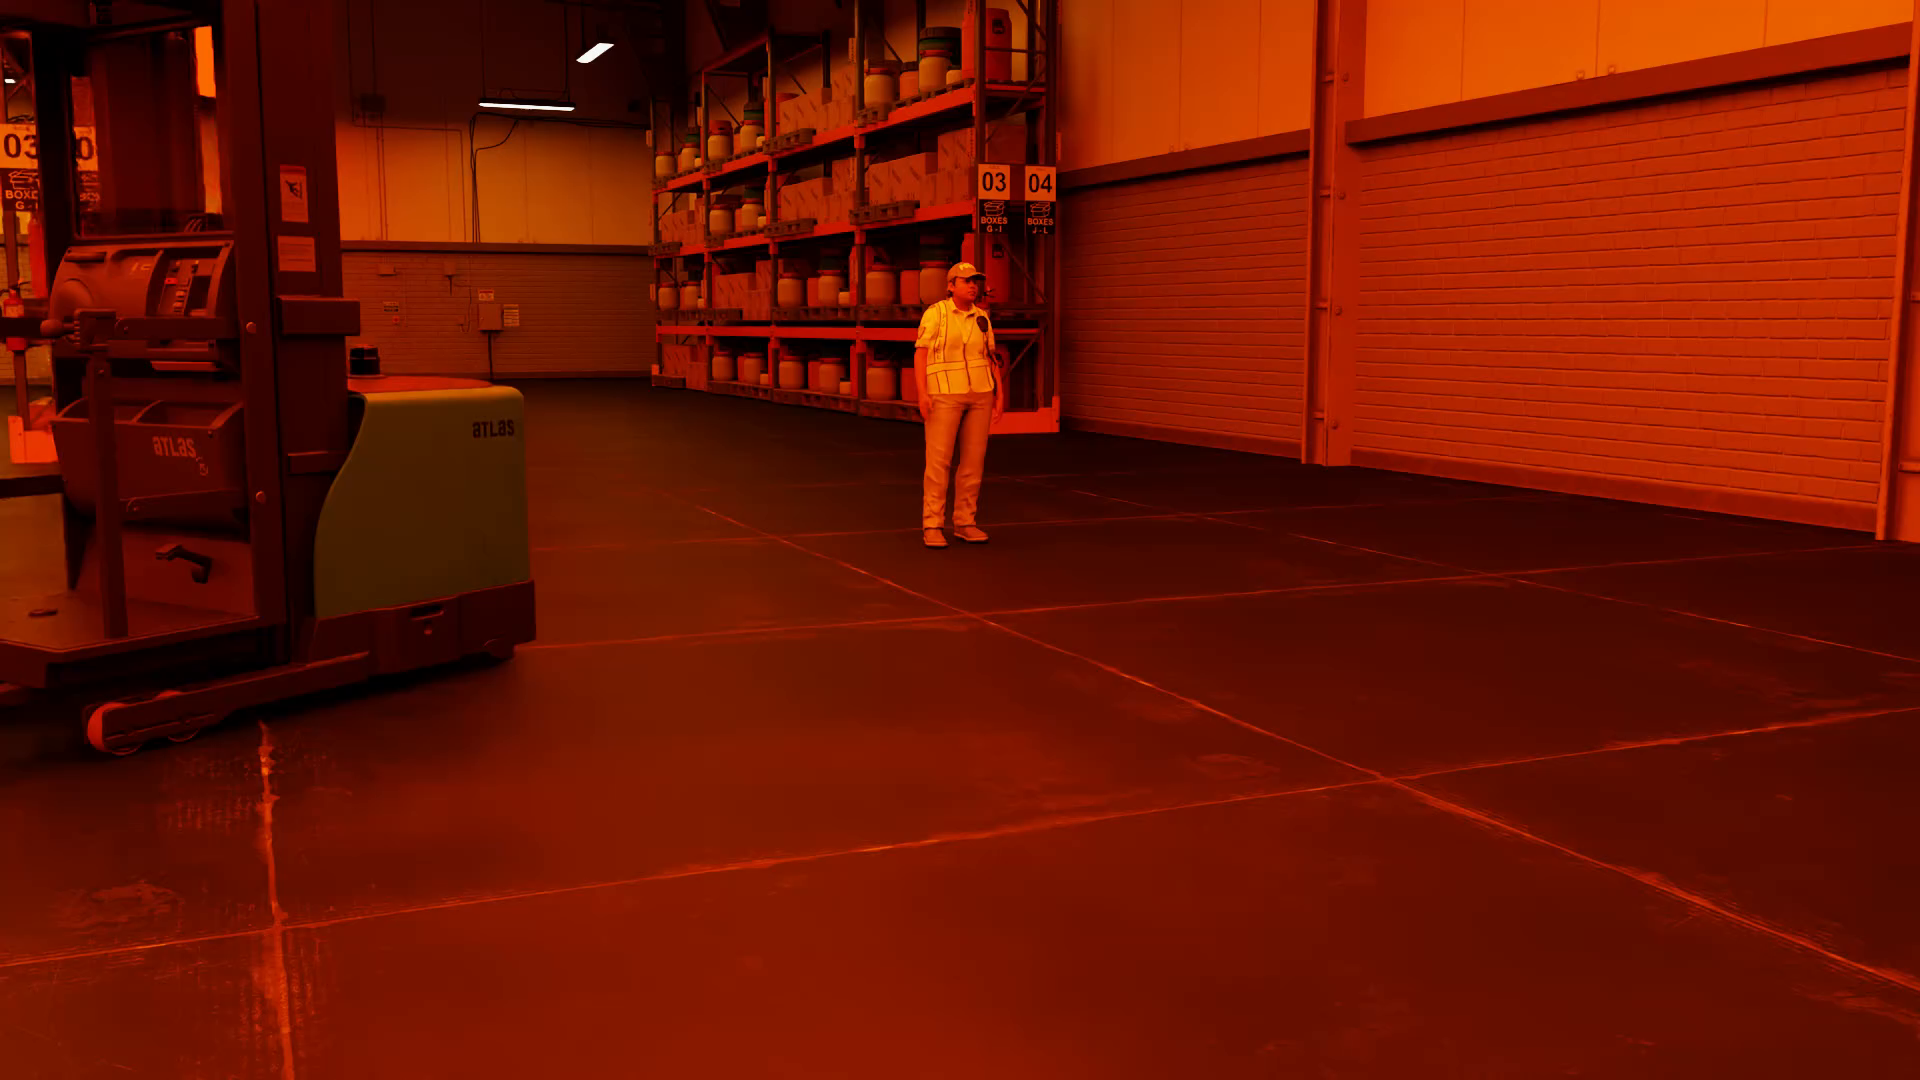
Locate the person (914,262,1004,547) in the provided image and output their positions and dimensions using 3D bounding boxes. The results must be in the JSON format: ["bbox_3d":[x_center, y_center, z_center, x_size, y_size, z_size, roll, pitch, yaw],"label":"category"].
[{"bbox_3d":[0.009,-0.823,9.965,0.598,1.670,0.529,-3,8,-23],"label":"person"}]

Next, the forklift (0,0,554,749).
[{"bbox_3d":[-2.826,-0.869,5.526,1.130,2.935,3.031,5,9,31],"label":"forklift"}]
